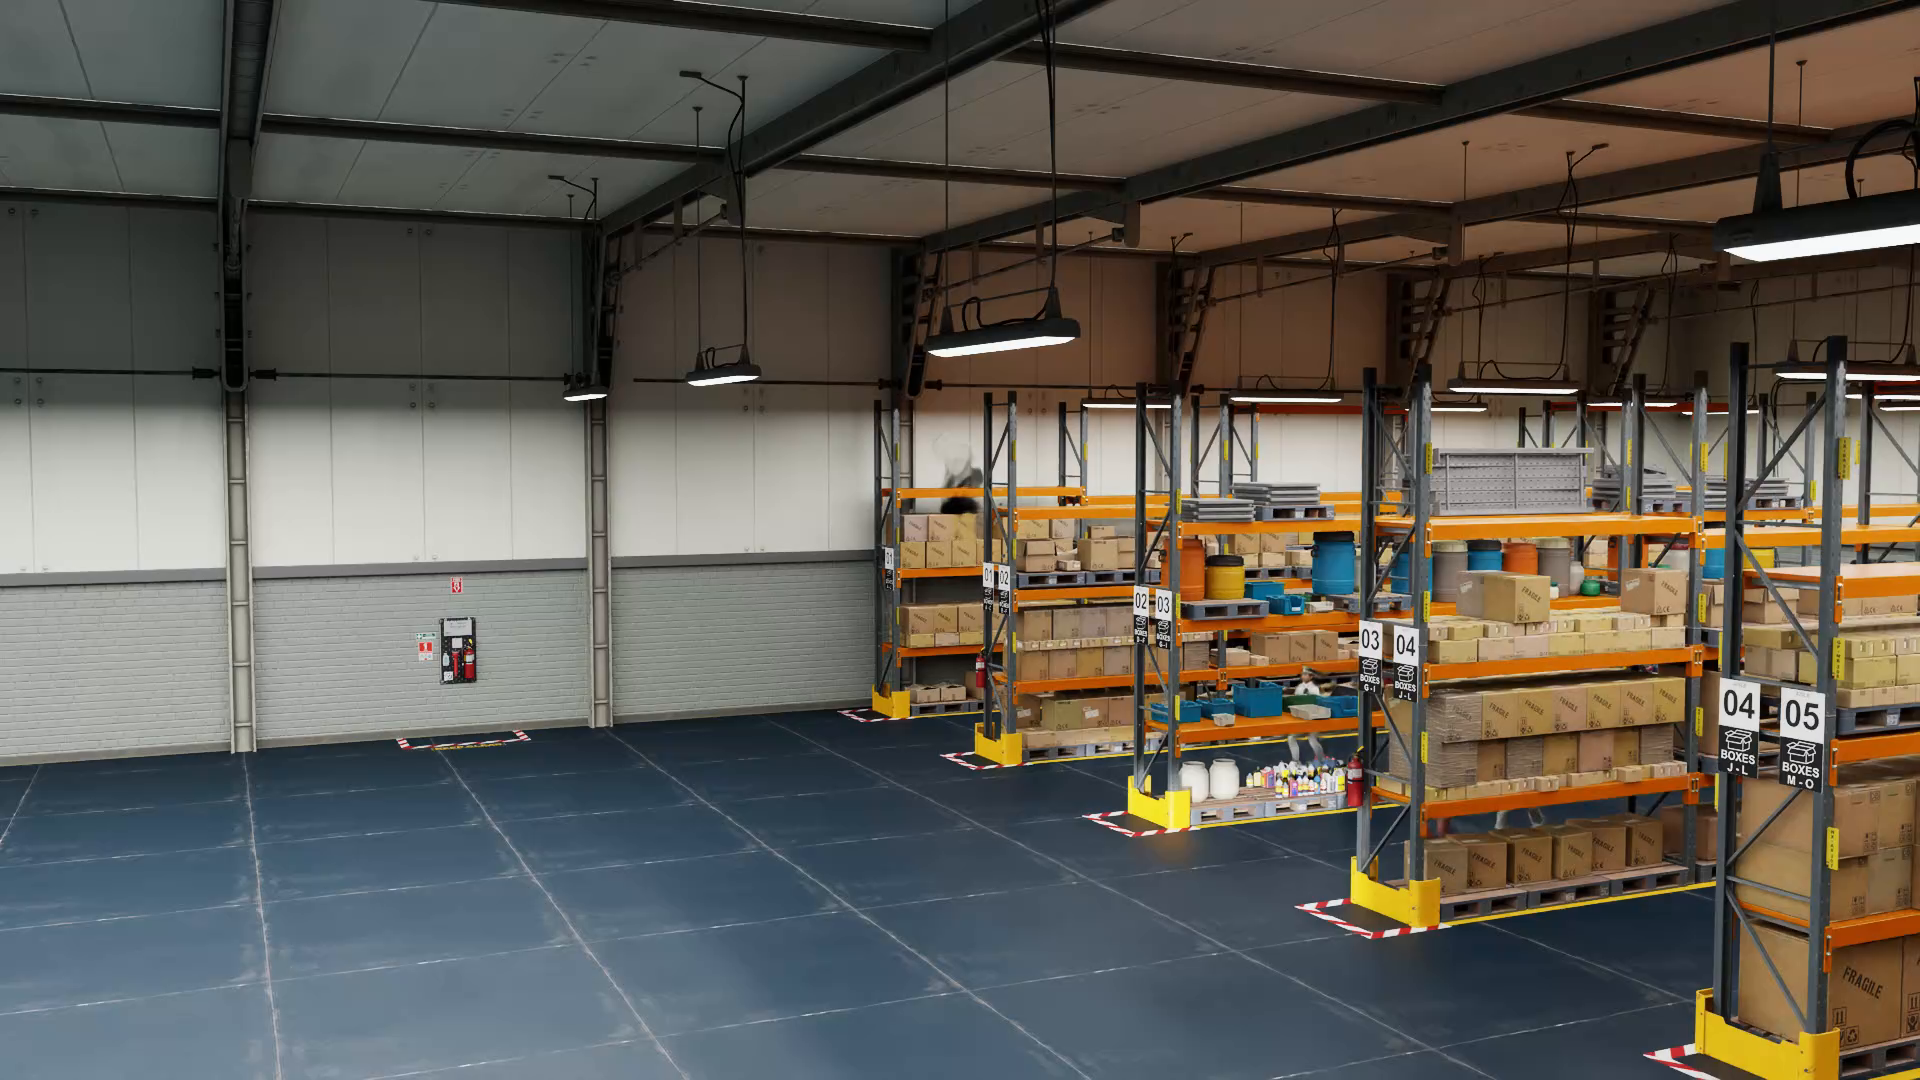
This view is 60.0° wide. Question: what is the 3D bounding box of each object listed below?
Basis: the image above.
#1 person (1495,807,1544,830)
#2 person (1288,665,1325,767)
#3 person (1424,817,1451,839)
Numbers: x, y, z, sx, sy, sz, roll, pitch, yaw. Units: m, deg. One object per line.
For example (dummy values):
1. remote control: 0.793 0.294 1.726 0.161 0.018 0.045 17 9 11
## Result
1. person: 7.235 3.044 21.561 0.953 1.675 0.554 -2 4 -34
2. person: 5.387 2.815 25.894 0.719 1.749 0.576 -2 4 -33
3. person: 5.796 3.151 20.199 0.599 1.630 0.565 -2 4 -35
